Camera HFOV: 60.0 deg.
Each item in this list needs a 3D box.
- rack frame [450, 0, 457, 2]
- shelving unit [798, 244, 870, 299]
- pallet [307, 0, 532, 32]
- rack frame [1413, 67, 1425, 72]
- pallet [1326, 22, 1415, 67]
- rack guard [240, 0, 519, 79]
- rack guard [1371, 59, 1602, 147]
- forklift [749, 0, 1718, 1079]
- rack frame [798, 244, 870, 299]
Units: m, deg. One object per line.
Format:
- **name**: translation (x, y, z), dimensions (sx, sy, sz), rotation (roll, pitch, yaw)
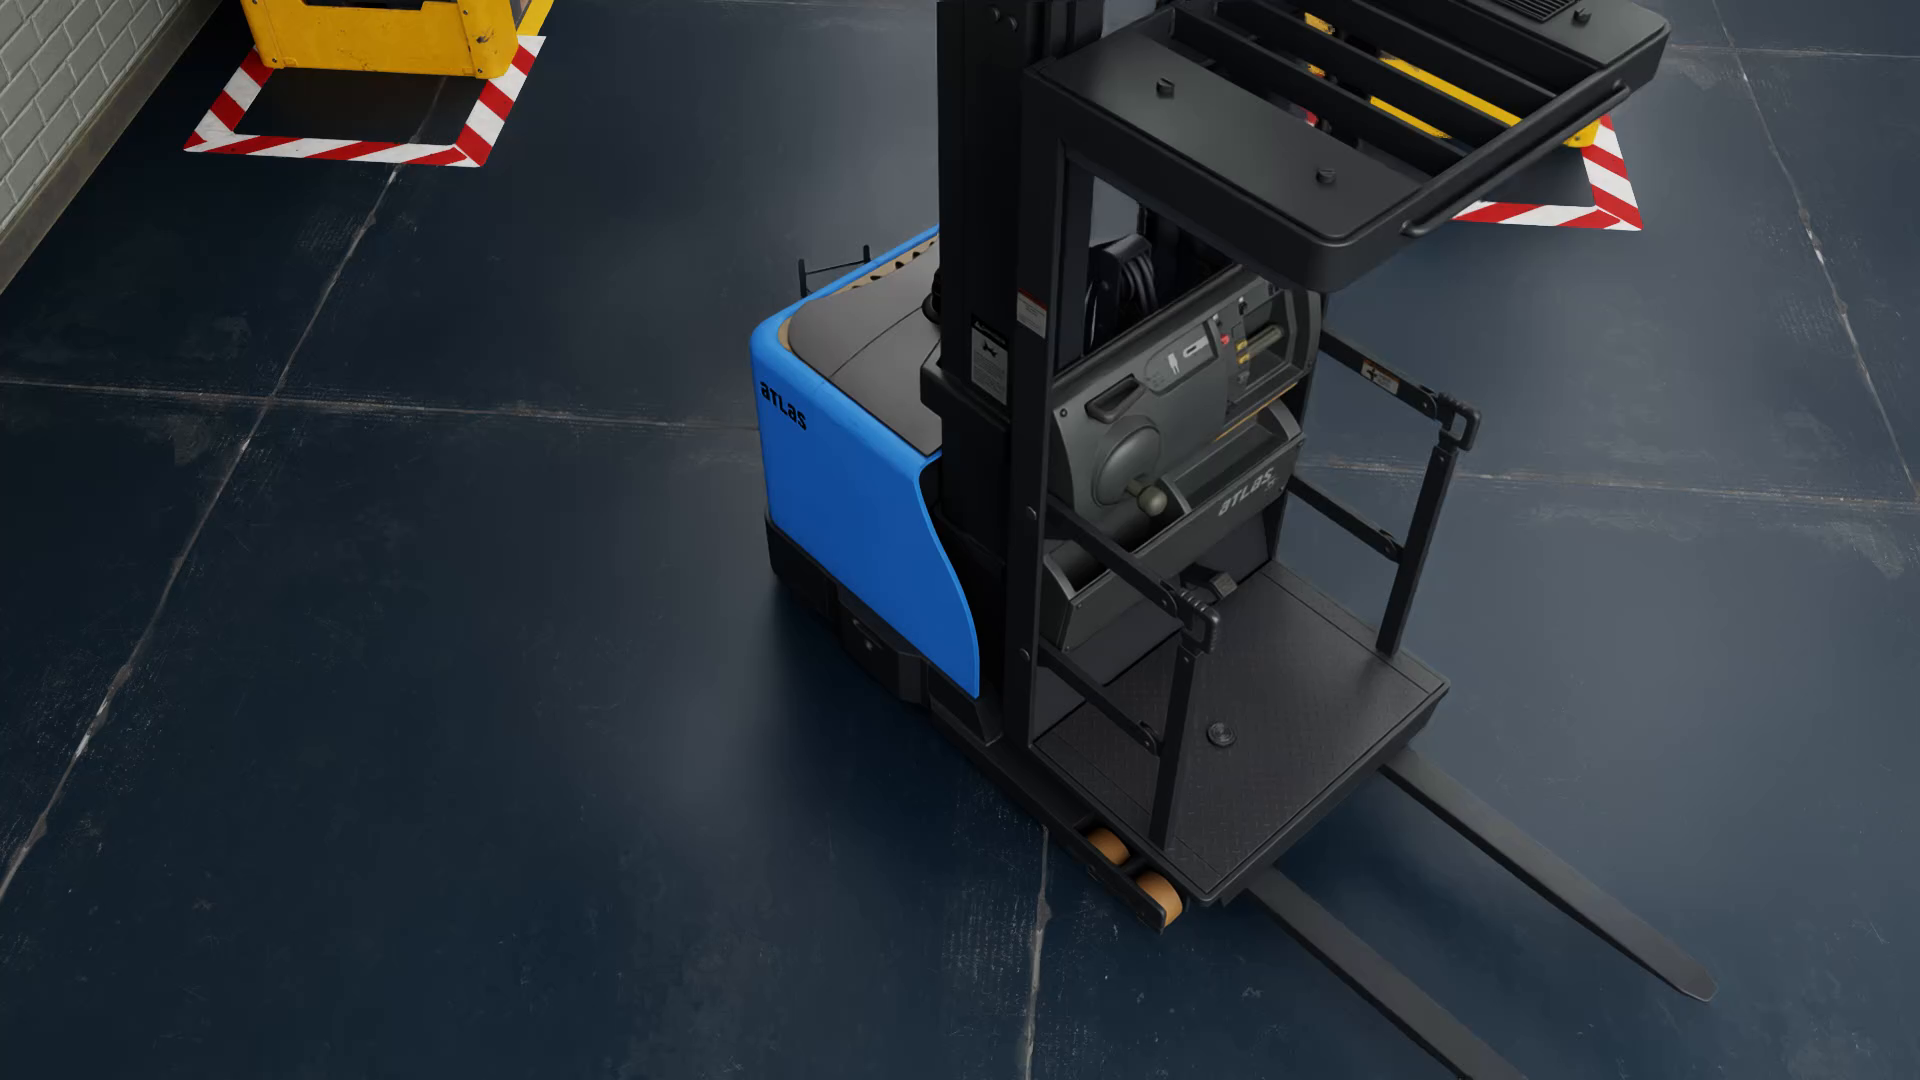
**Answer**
- **rack frame**: translation (-2.693, -3.254, 6.693), dimensions (1.000, 3.000, 0.127), rotation (4, 48, 4)
- **shelving unit**: translation (-0.375, -0.556, 5.649), dimensions (0.258, 0.900, 0.210), rotation (-15, 49, -13)
- **pallet**: translation (-2.576, -2.963, 8.317), dimensions (1.003, 0.211, 1.213), rotation (4, 48, 4)
- **rack frame**: translation (2.241, -2.924, 6.391), dimensions (1.000, 3.000, 0.127), rotation (4, 48, 4)
- **pallet**: translation (2.269, -2.547, 7.937), dimensions (1.003, 0.211, 1.213), rotation (4, 48, 4)
- **rack guard**: translation (-2.686, -2.466, 7.667), dimensions (1.175, 0.500, 0.348), rotation (4, 48, 4)
- **rack guard**: translation (2.239, -2.062, 7.297), dimensions (1.175, 0.500, 0.348), rotation (4, 48, 4)
- **forklift**: translation (0.728, -0.318, 4.054), dimensions (1.130, 2.935, 3.031), rotation (-34, 56, -27)
- **rack frame**: translation (-0.408, -0.627, 5.714), dimensions (0.240, 0.900, 0.006), rotation (-15, 49, -13)
